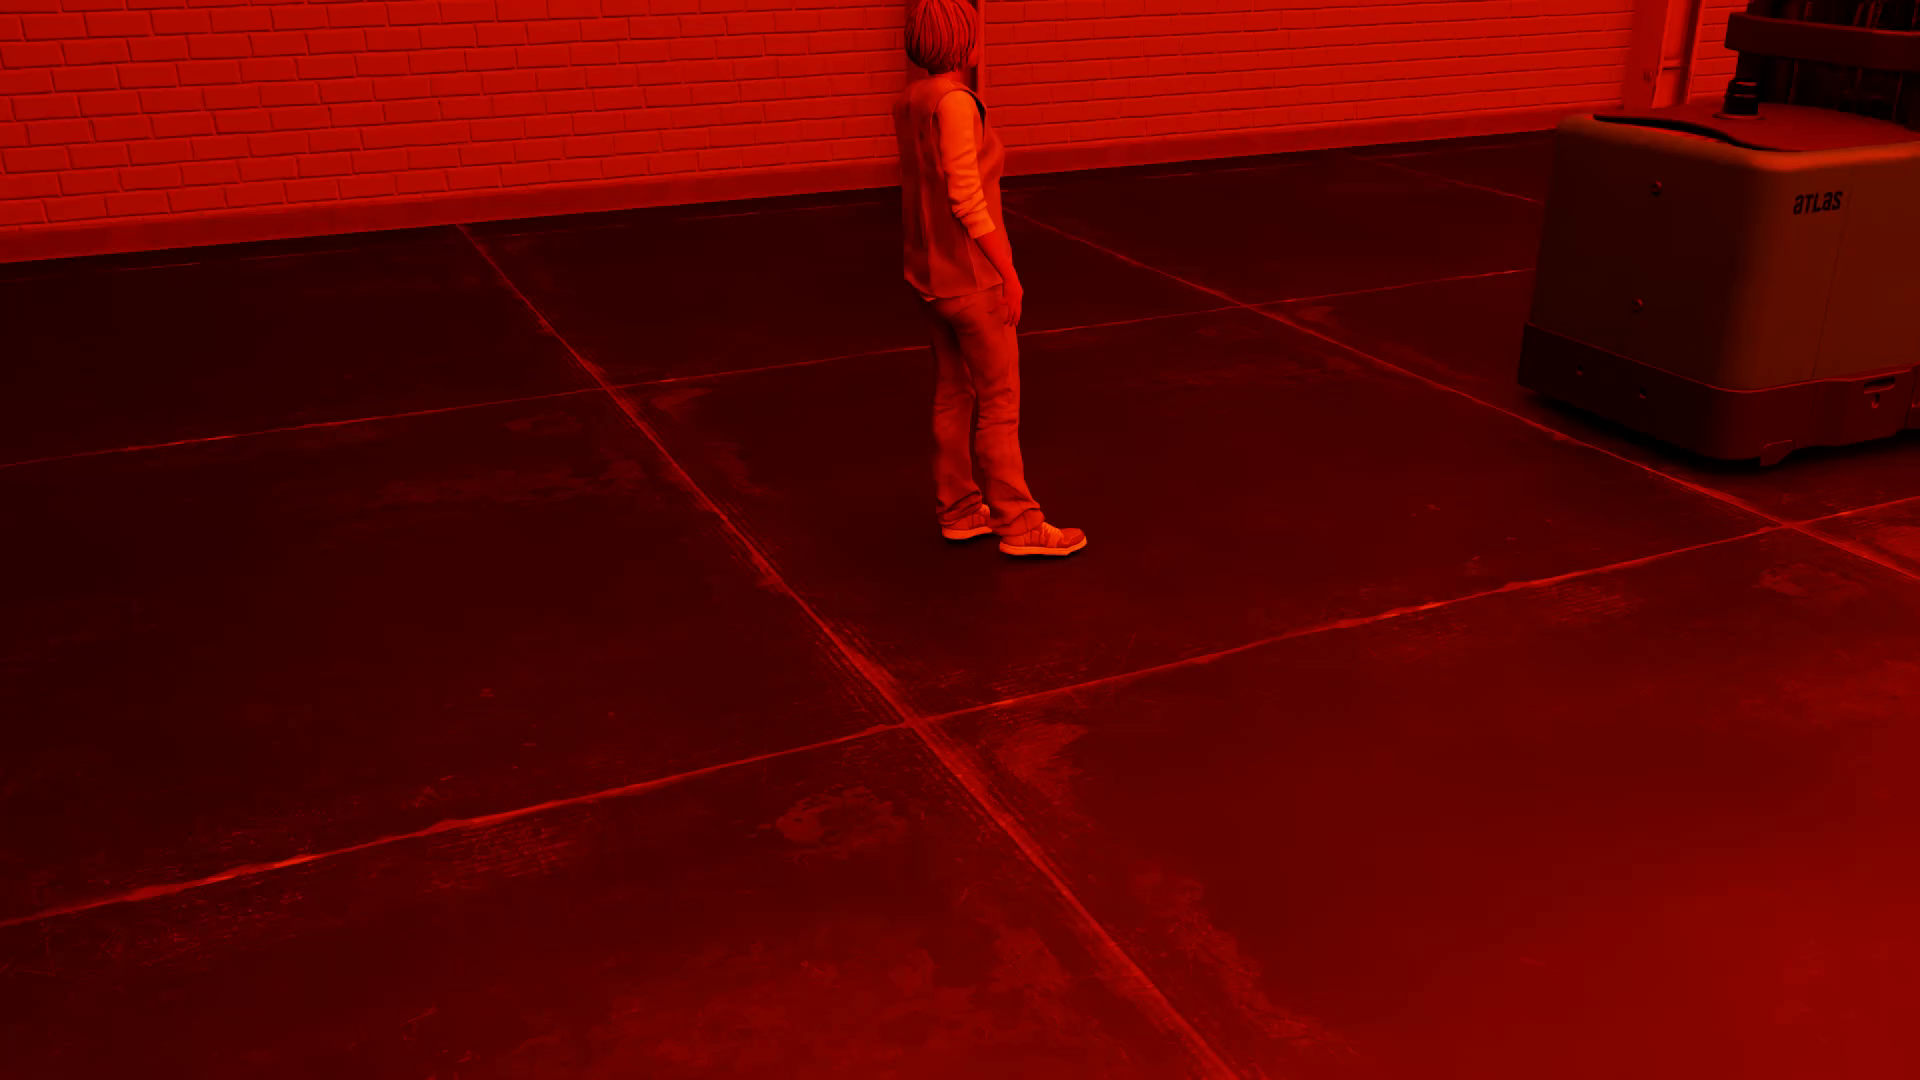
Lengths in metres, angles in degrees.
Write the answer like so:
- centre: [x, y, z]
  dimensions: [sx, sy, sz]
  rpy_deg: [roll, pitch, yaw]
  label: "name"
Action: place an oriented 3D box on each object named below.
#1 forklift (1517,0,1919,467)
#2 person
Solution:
- centre: [3.698, -1.962, 6.009]
  dimensions: [3.031, 2.935, 1.130]
  rpy_deg: [-10, 24, -22]
  label: "forklift"
- centre: [0.073, -0.751, 4.814]
  dimensions: [0.475, 1.597, 0.520]
  rpy_deg: [-10, 25, -23]
  label: "person"
